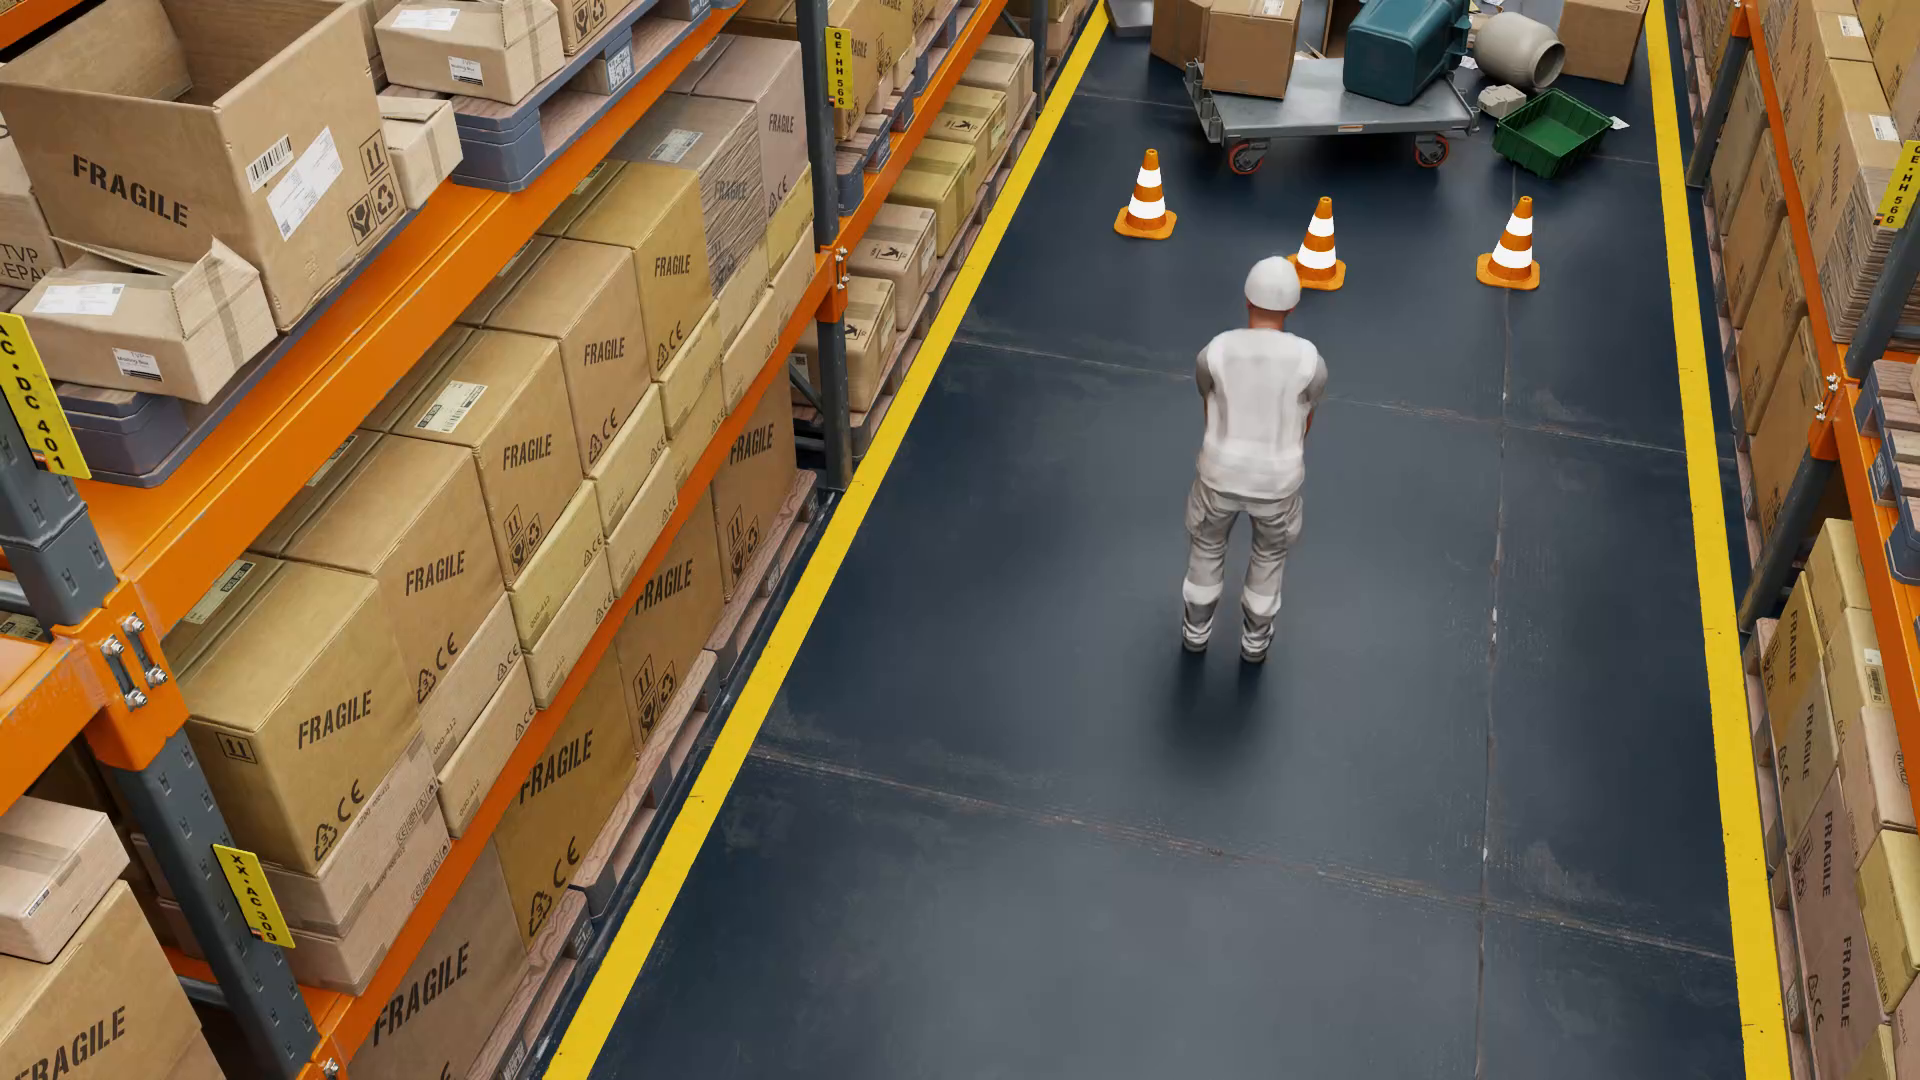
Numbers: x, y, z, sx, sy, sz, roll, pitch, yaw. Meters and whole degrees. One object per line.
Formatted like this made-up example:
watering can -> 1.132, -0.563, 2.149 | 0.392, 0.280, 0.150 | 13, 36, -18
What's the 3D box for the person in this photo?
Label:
person -> 15.314, -3.380, 10.131 | 25.717, 1.716, 16.635 | 9, 42, 11
